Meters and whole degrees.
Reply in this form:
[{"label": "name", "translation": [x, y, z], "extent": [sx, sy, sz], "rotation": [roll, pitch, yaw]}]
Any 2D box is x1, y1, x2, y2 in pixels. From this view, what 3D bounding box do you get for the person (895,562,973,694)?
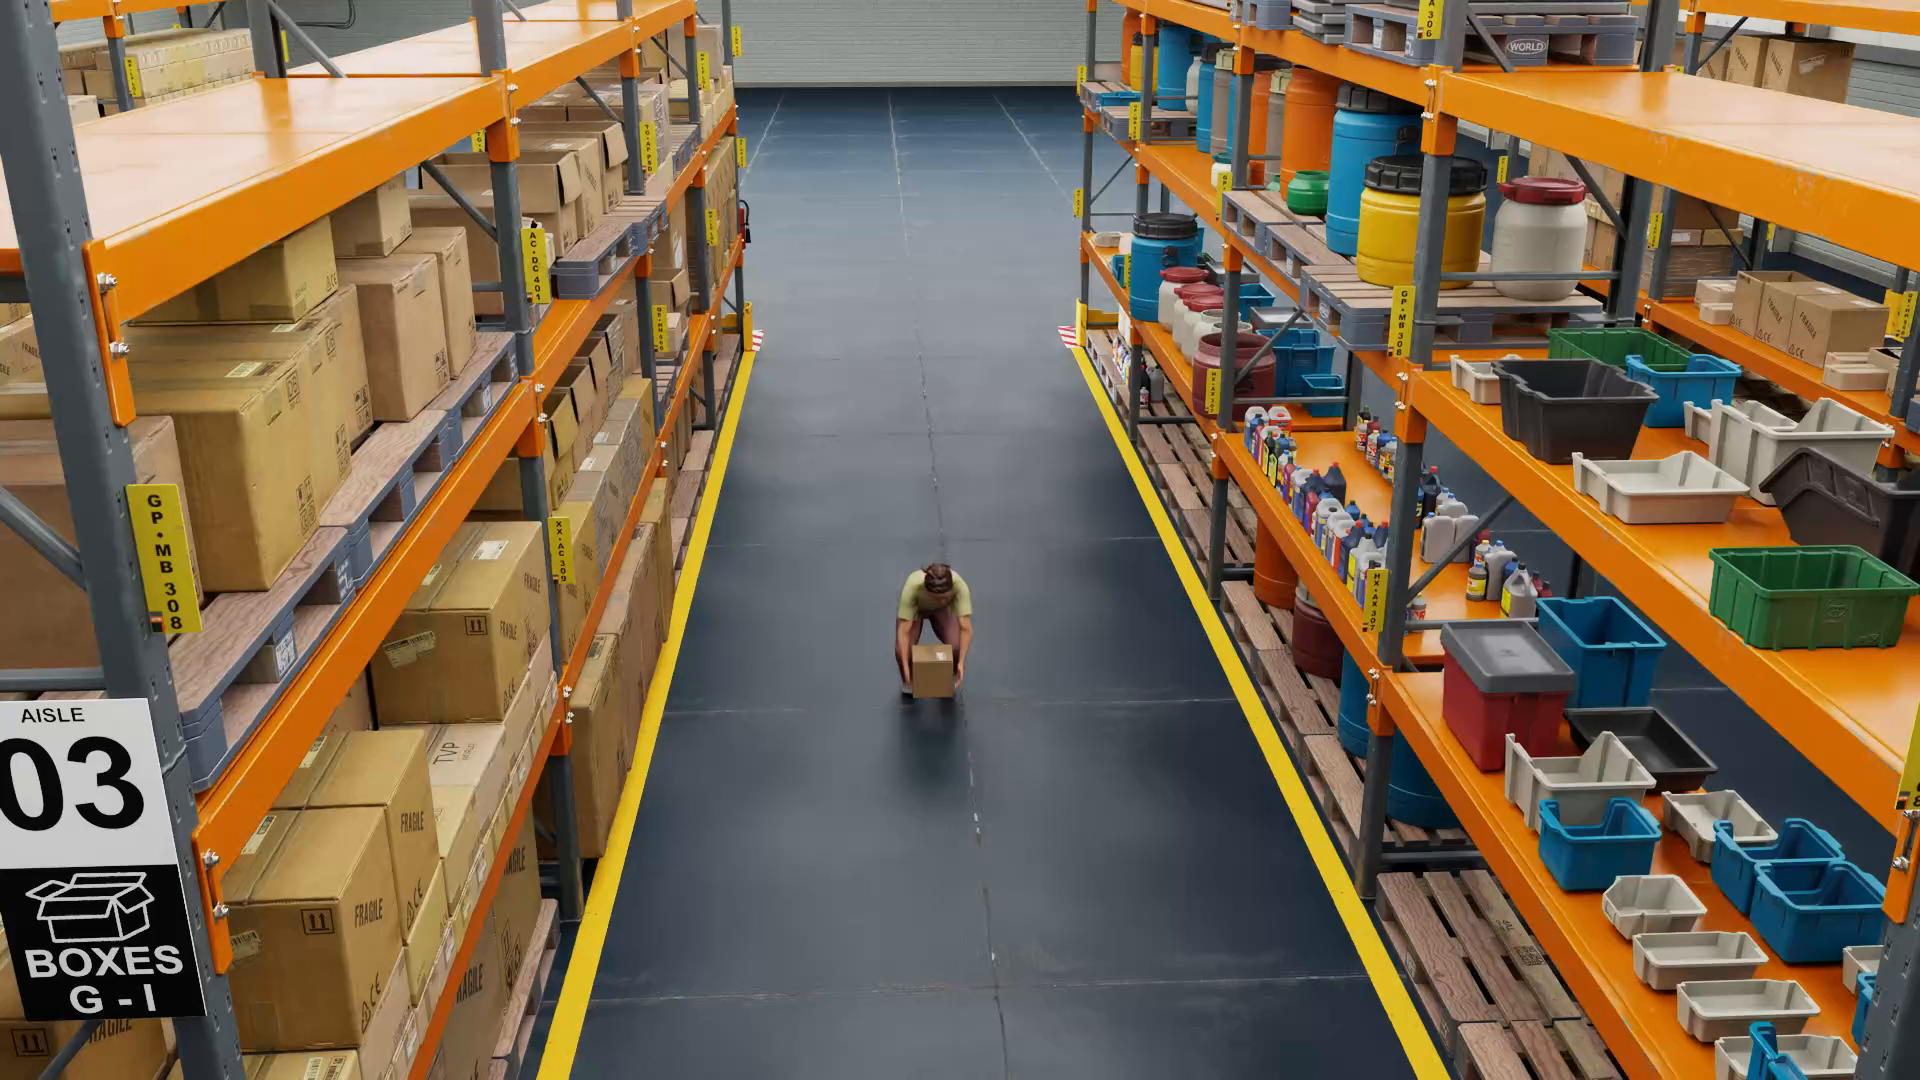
[{"label": "person", "translation": [-0.173, 0.532, 10.638], "extent": [0.496, 0.991, 0.775], "rotation": [-1, 21, -3]}]
